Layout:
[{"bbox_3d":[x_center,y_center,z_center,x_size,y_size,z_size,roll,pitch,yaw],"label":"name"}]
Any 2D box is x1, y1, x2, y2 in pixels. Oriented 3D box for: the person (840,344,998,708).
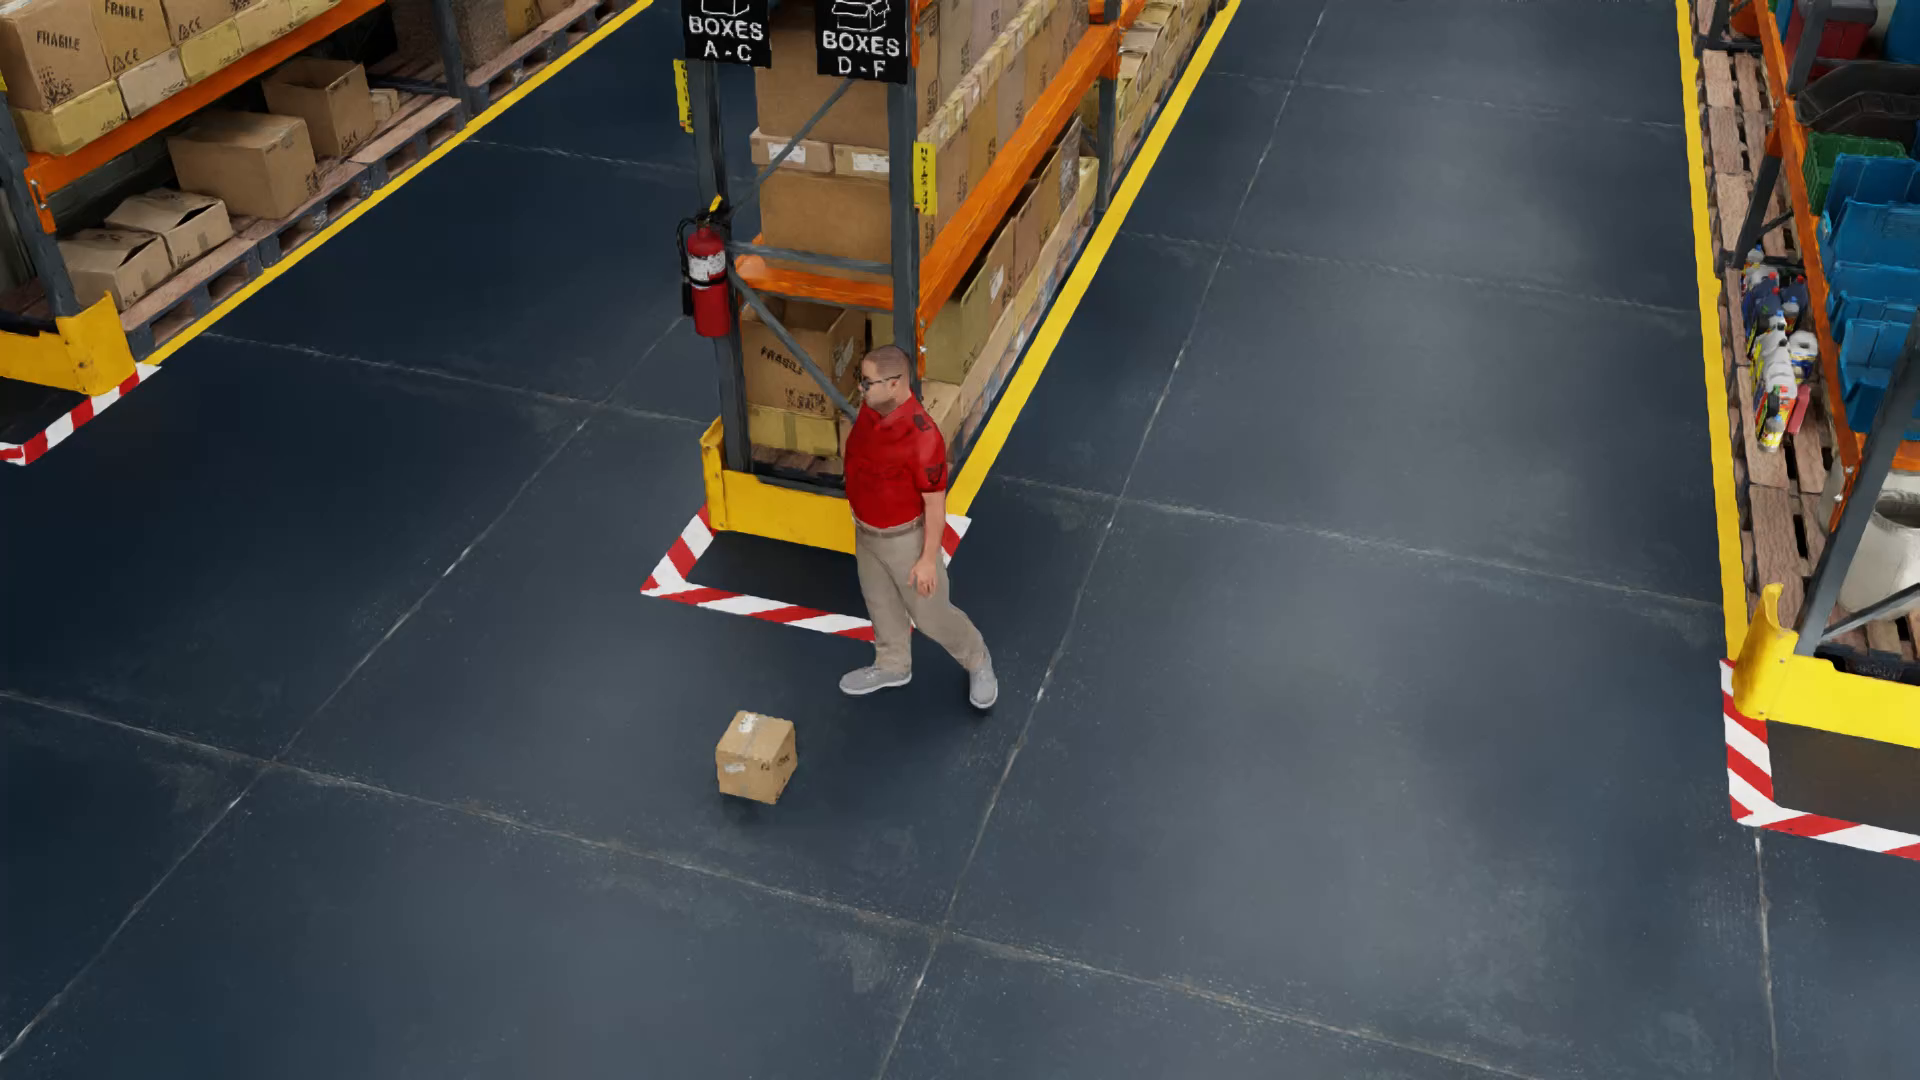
[{"bbox_3d":[-0.184,-0.035,6.941,0.614,1.725,0.649,-22,42,-26],"label":"person"}]
